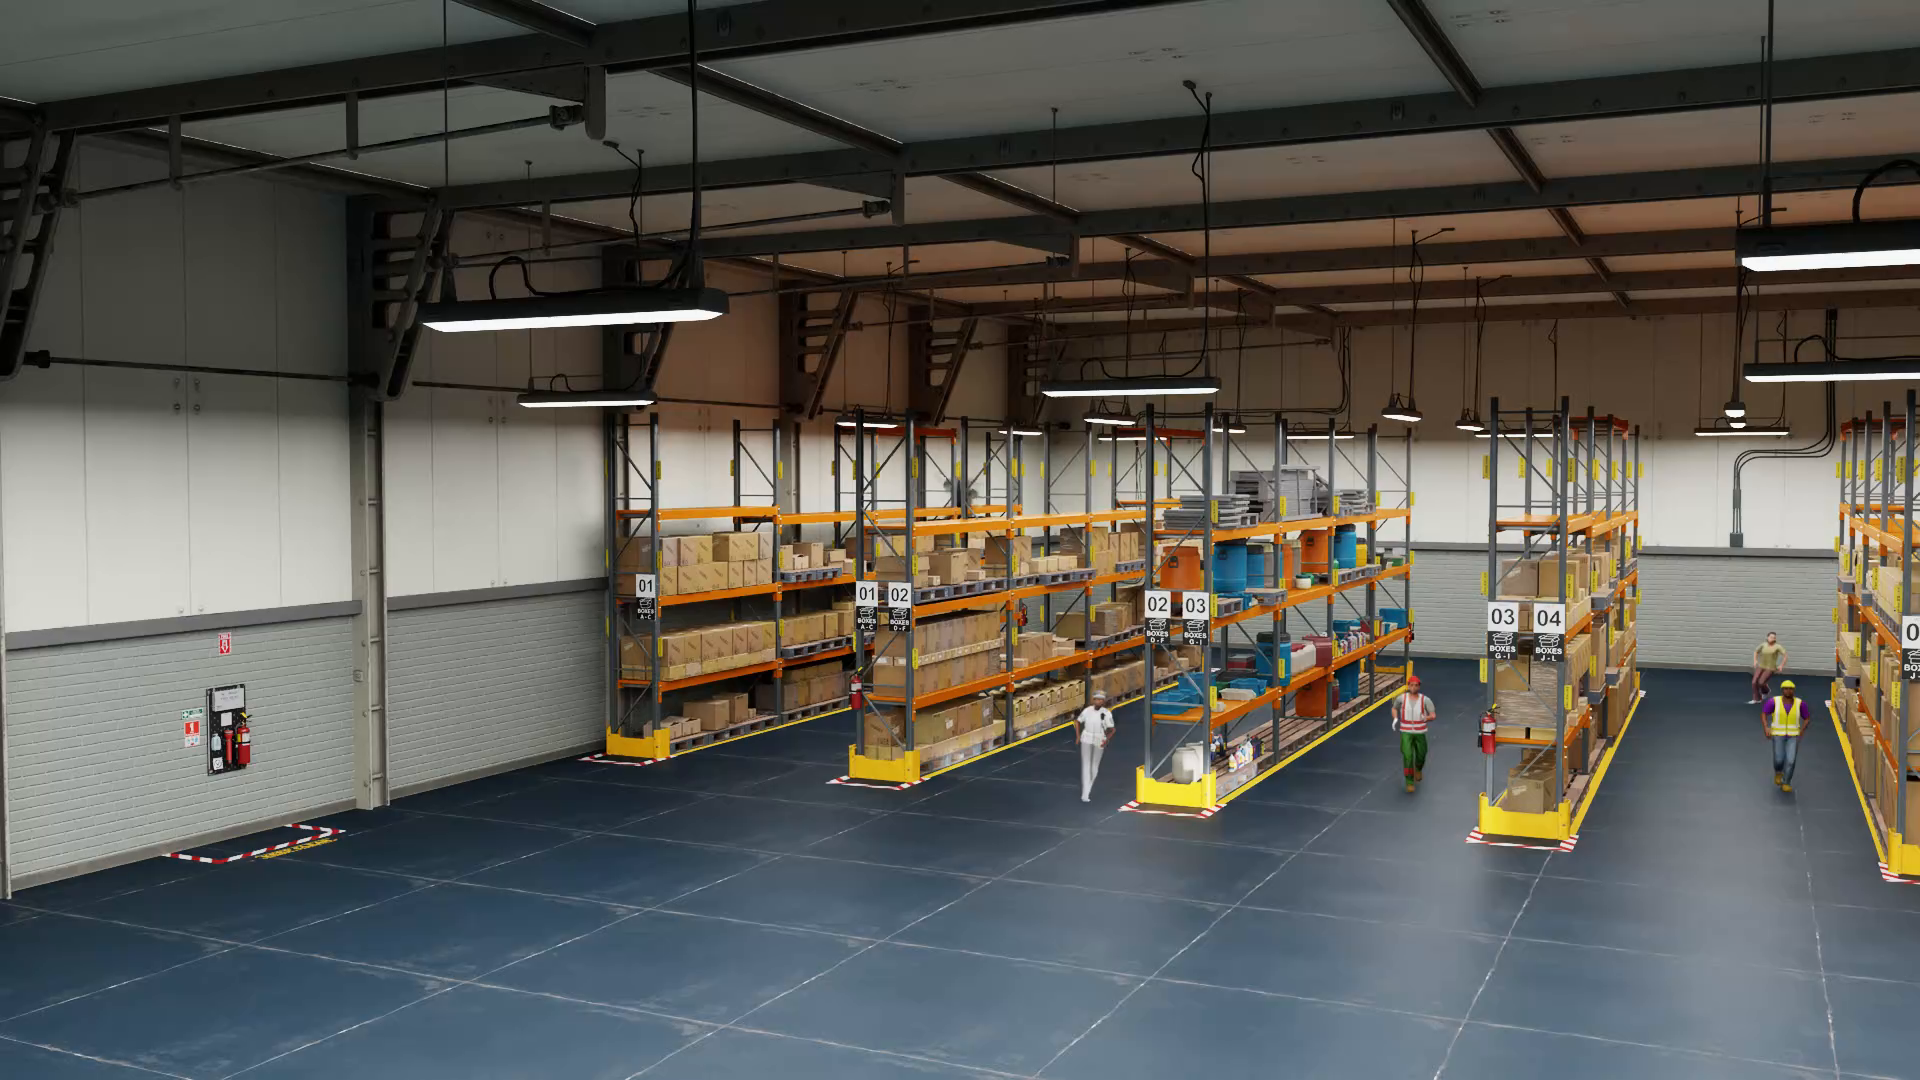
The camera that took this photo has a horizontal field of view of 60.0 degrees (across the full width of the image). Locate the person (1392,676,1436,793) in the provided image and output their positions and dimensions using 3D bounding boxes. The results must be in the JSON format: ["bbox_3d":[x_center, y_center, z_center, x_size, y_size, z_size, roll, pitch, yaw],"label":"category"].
[{"bbox_3d":[7.077,3.010,25.958,0.667,1.768,0.967,1,2,15],"label":"person"}]

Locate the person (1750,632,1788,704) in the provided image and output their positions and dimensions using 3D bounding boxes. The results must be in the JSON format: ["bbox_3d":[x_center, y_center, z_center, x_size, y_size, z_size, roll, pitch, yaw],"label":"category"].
[{"bbox_3d":[17.205,2.735,35.429,0.535,1.584,0.688,-2,3,-39],"label":"person"}]

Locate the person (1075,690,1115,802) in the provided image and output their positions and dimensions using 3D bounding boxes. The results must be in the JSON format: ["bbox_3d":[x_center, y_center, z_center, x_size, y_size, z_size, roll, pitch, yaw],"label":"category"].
[{"bbox_3d":[2.059,3.119,25.384,0.615,1.676,0.661,0,2,7],"label":"person"}]

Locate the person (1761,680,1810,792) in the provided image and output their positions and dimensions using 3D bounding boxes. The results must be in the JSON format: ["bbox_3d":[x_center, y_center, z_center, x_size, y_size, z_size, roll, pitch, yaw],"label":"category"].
[{"bbox_3d":[12.893,3.047,25.970,0.693,1.726,0.546,1,3,23],"label":"person"}]
